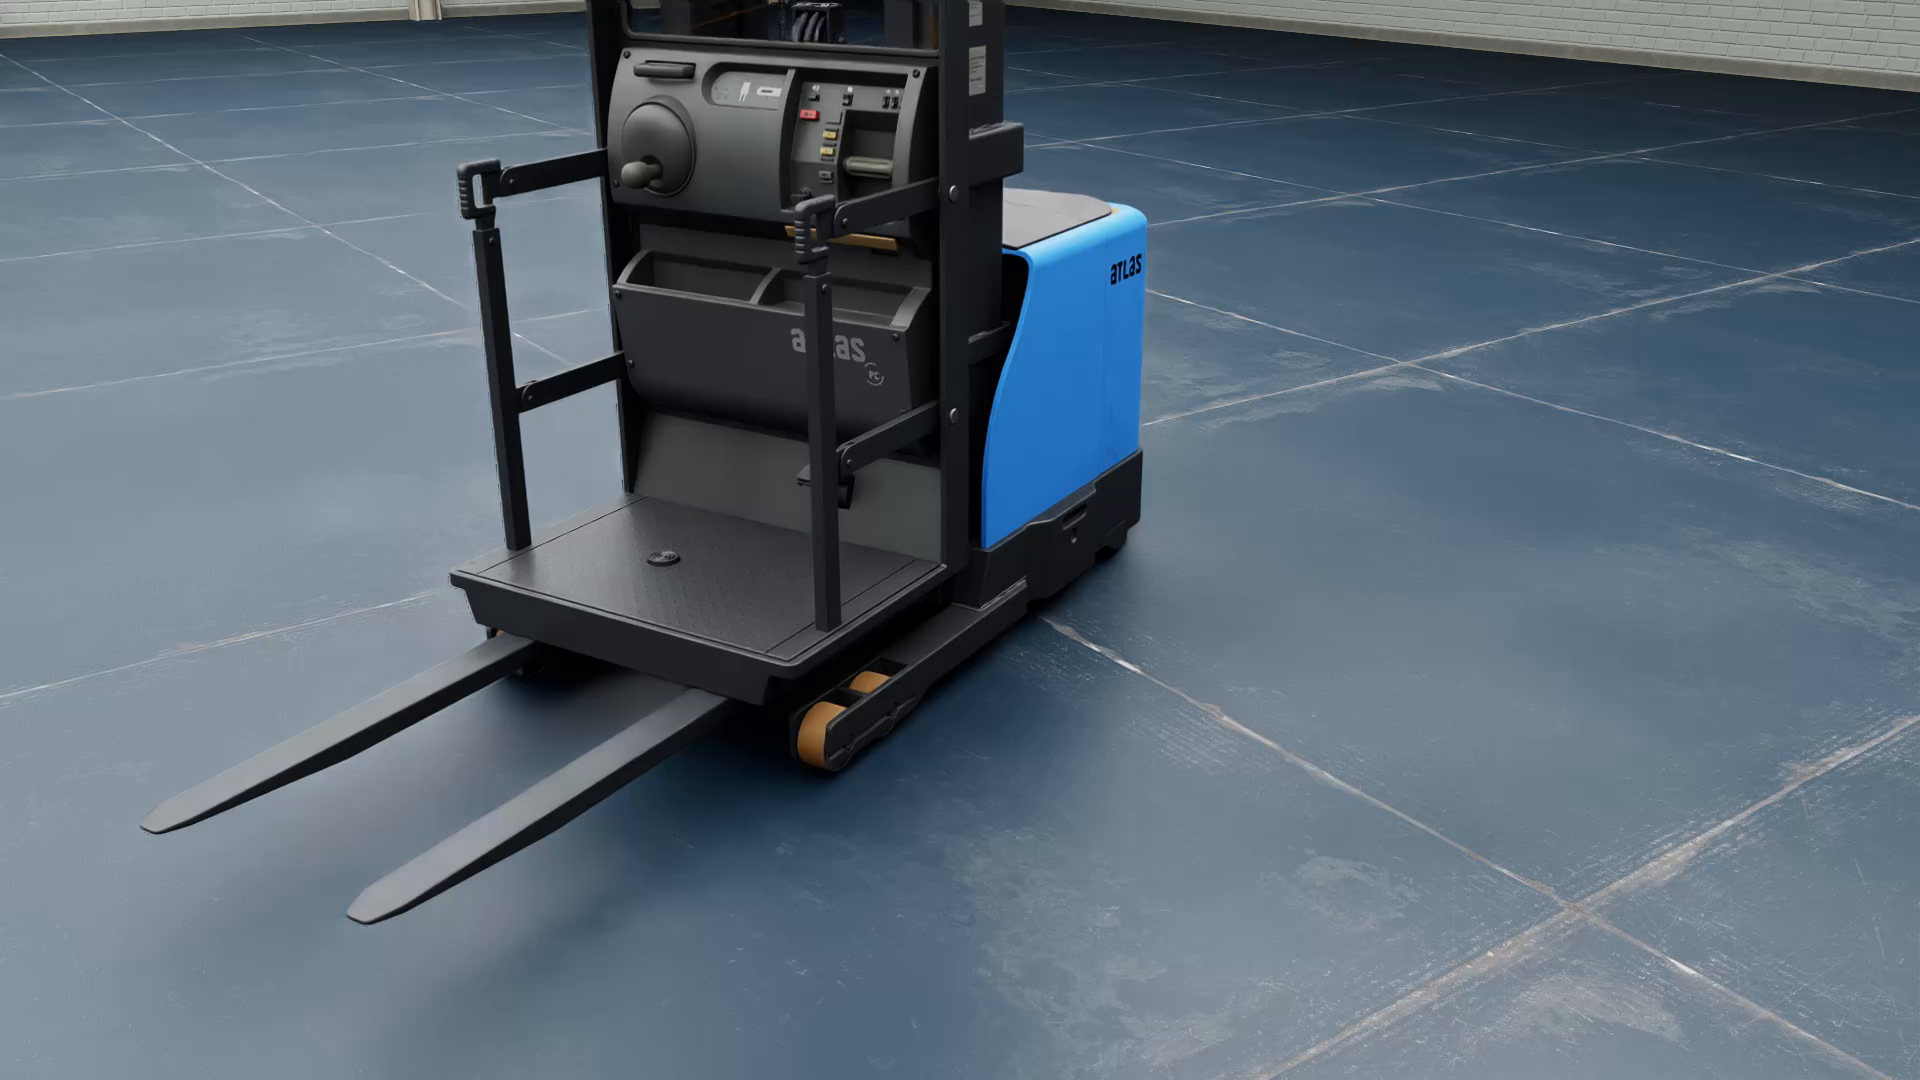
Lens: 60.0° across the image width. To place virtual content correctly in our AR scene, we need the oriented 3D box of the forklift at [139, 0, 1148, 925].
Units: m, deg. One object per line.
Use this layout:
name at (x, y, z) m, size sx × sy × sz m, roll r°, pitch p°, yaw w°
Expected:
forklift at (-0.600, -0.999, 3.945) m, size 1.130 × 2.935 × 3.031 m, roll 12°, pitch 25°, yaw 28°

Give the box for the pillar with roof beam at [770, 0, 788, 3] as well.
pillar with roof beam at (-0.664, -12.029, 23.400) m, size 0.400 × 9.000 × 9.100 m, roll -15°, pitch 26°, yaw -33°

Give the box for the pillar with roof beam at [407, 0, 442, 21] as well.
pillar with roof beam at (-5.535, -10.730, 20.145) m, size 0.400 × 9.000 × 9.100 m, roll -15°, pitch 26°, yaw -33°
